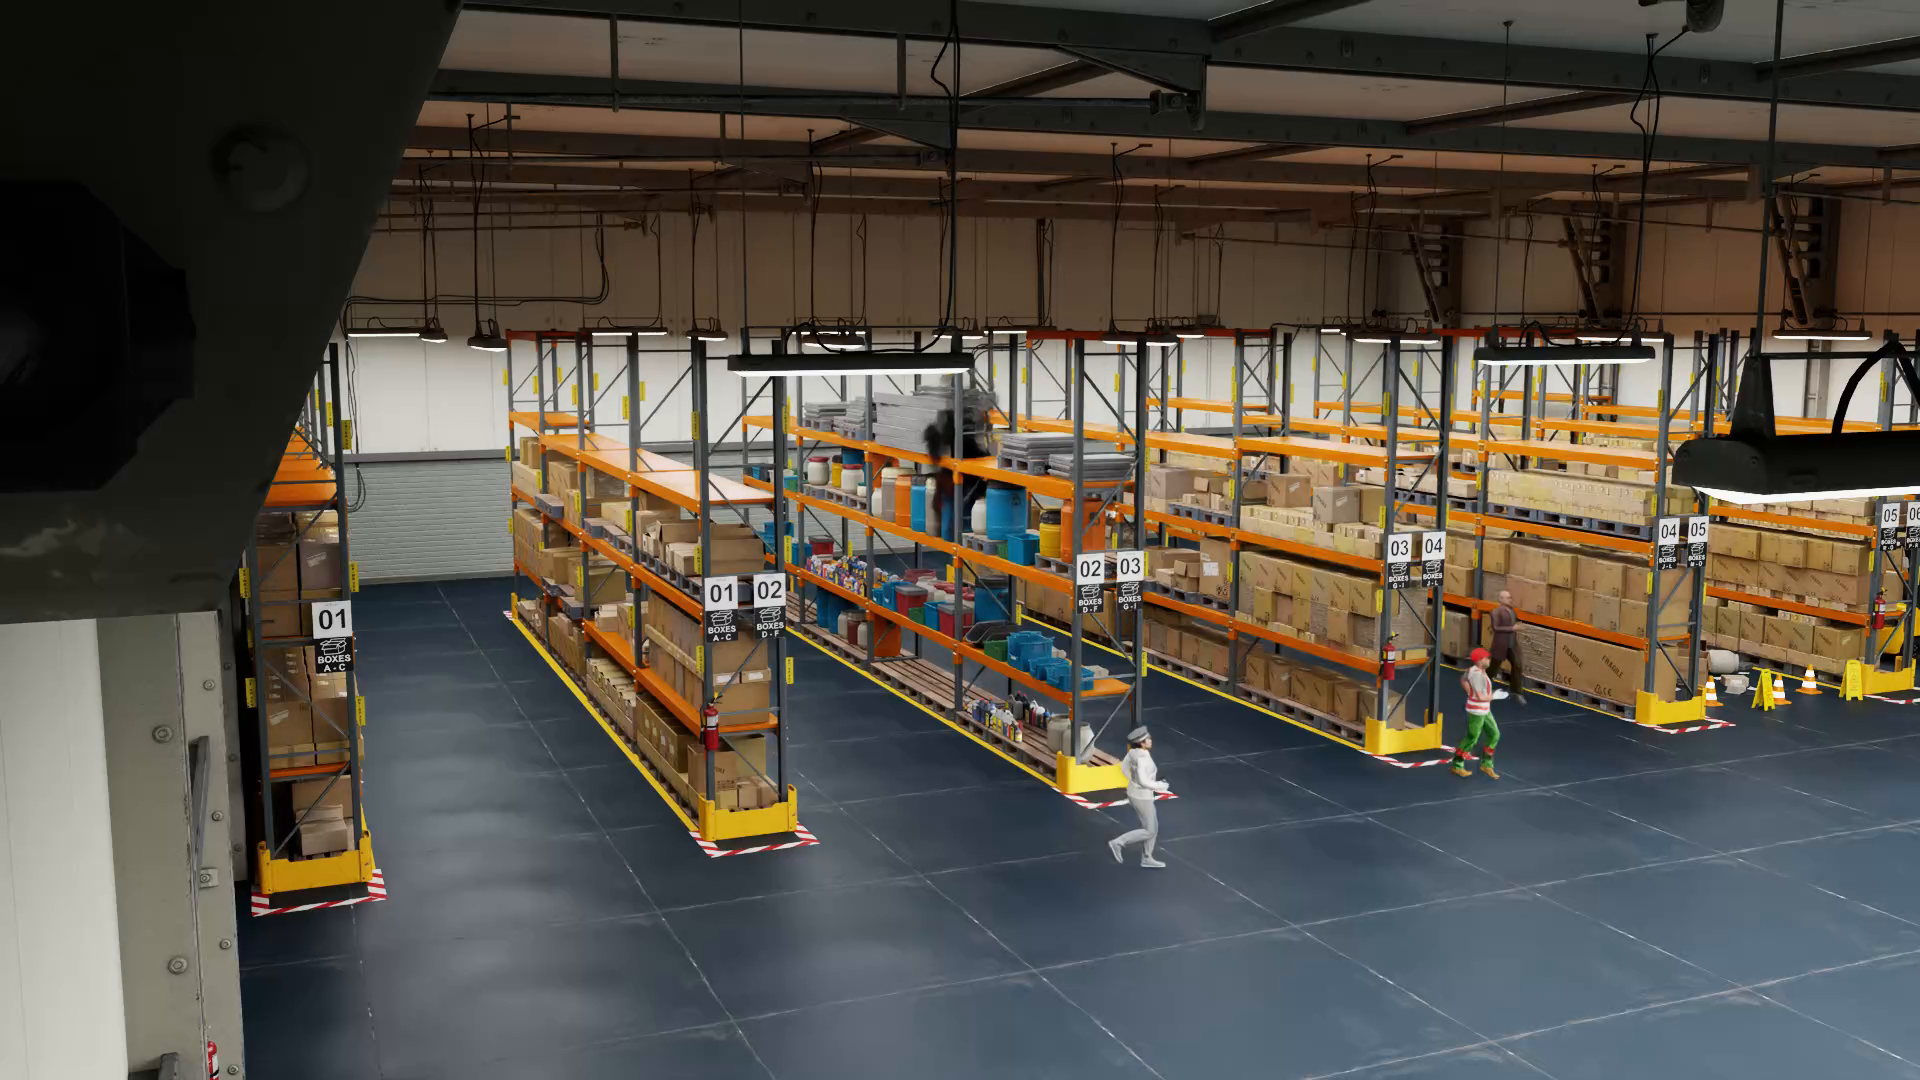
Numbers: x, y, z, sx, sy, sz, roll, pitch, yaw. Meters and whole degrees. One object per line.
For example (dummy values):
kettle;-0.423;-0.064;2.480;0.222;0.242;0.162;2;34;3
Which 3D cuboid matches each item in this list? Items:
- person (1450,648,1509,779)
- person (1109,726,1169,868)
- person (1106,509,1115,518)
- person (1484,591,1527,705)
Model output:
person;7.077;2.375;22.625;0.726;1.838;0.674;3;8;21
person;2.022;2.936;18.976;0.690;1.662;0.622;-1;8;-8
person;3.699;-0.139;41.413;0.699;1.843;0.700;-3;8;-23
person;8.896;1.736;27.250;0.678;1.829;0.923;-5;9;-31
